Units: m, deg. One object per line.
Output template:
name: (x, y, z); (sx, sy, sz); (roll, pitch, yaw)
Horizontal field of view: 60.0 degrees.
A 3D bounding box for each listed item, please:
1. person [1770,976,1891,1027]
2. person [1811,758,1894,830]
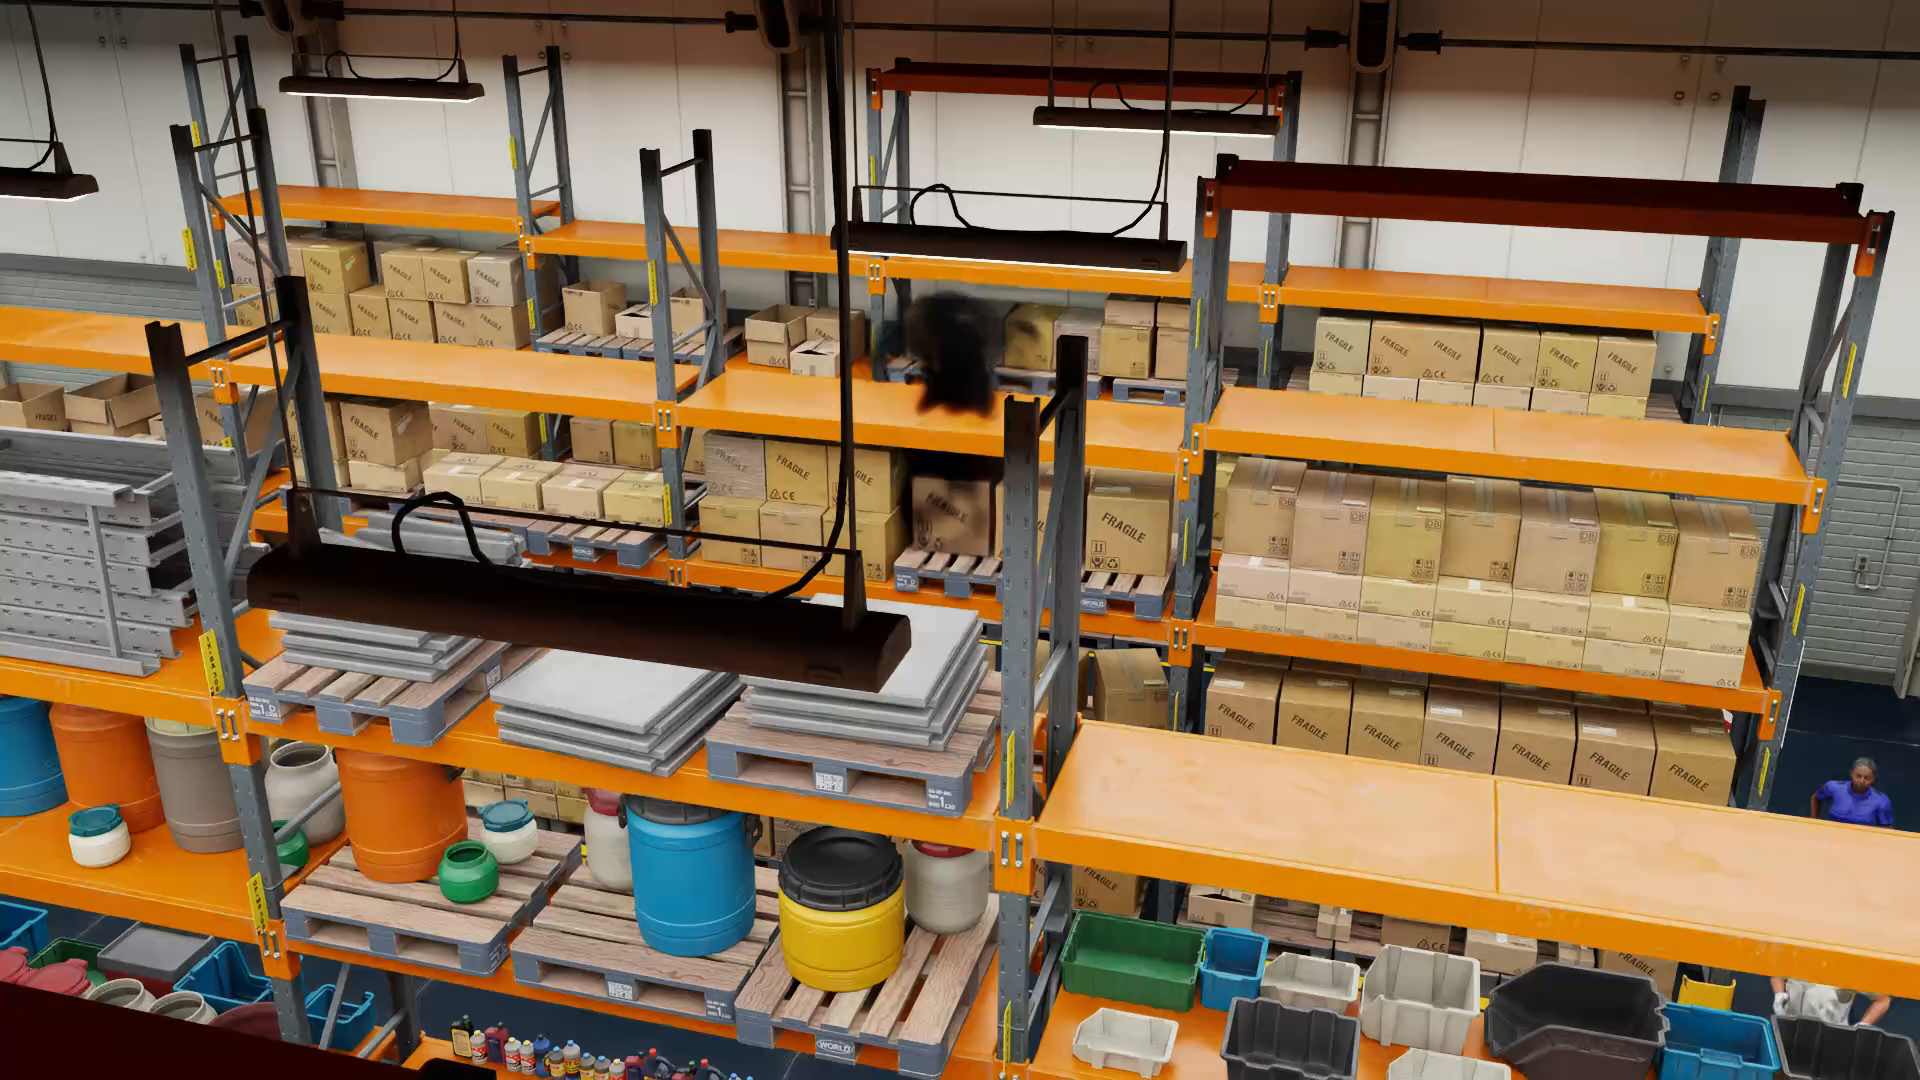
person: (5.463, 3.194, 10.748); (0.972, 1.793, 0.673); (-10, 25, -23)
person: (6.842, 2.388, 12.859); (0.564, 1.634, 0.858); (9, 24, 20)
